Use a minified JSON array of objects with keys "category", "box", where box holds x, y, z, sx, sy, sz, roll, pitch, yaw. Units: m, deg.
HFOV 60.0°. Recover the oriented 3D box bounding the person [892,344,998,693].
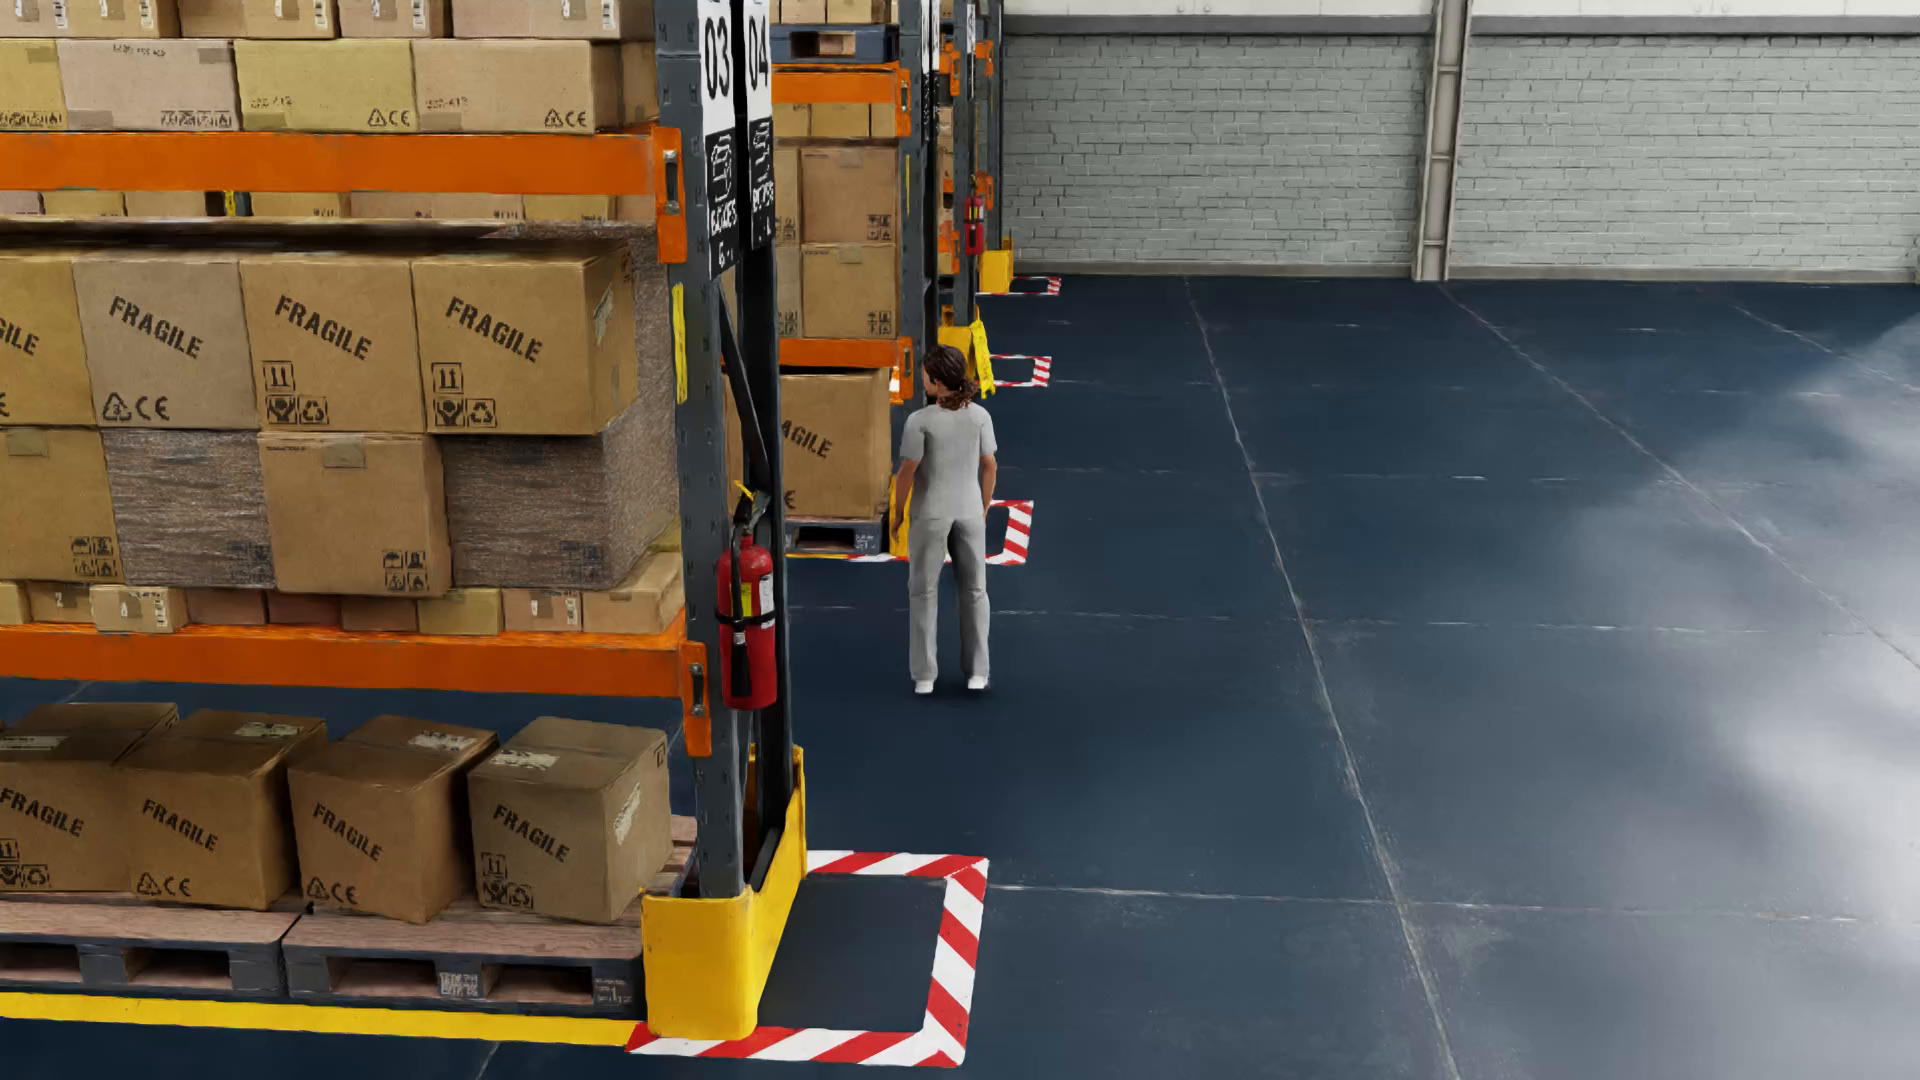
[{"category":"person","box":[-0.072,-0.073,7.795,0.486,1.718,0.404,-6,18,-17]}]
